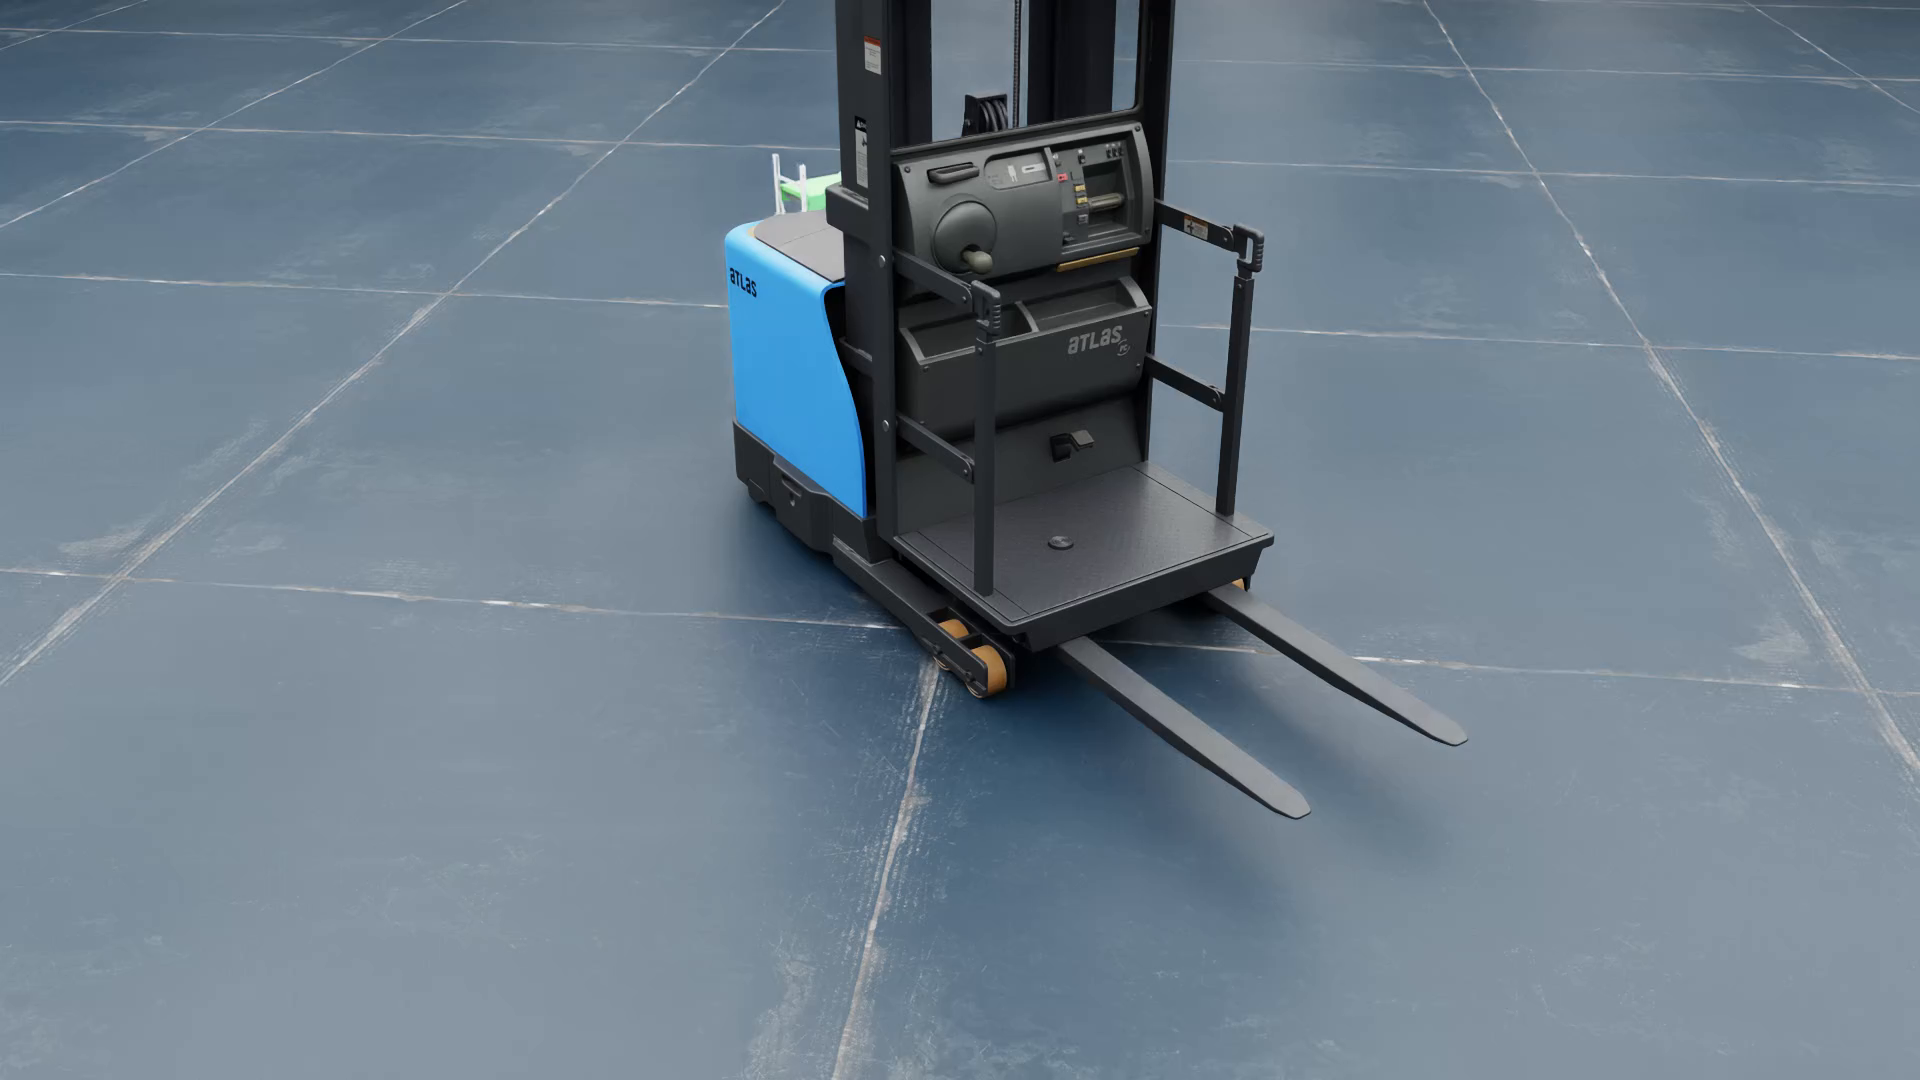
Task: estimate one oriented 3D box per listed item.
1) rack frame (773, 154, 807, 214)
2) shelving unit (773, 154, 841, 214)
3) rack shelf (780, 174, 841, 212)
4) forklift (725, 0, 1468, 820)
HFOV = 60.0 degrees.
[{"bbox_3d":[-0.650,-0.933,6.705,0.015,1.200,0.240,-17,30,-29],"label":"rack frame"},{"bbox_3d":[-0.446,-0.996,6.823,0.503,1.200,0.258,-17,30,-29],"label":"shelving unit"},{"bbox_3d":[-0.455,-1.369,6.638,0.480,0.148,0.258,-17,30,-29],"label":"rack shelf"},{"bbox_3d":[0.341,-1.043,5.095,1.130,2.935,3.031,-17,33,-29],"label":"forklift"}]
